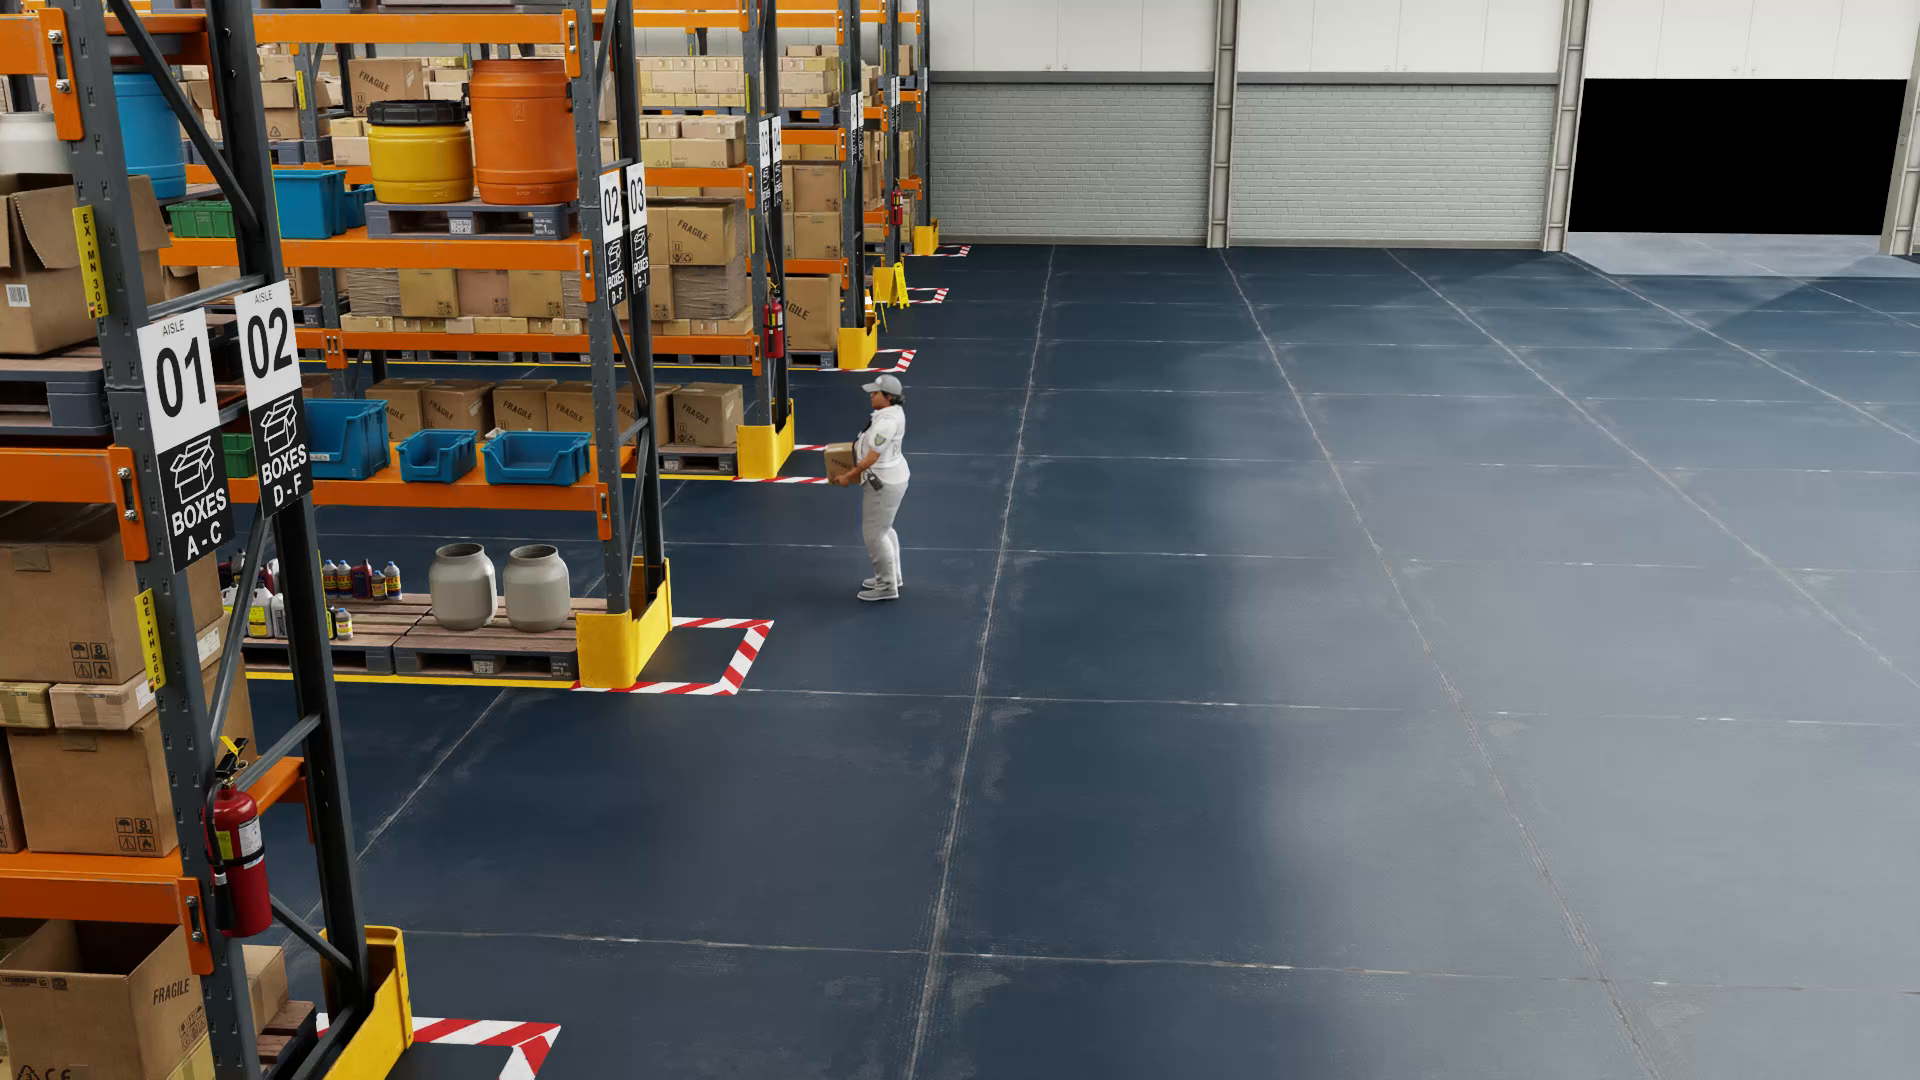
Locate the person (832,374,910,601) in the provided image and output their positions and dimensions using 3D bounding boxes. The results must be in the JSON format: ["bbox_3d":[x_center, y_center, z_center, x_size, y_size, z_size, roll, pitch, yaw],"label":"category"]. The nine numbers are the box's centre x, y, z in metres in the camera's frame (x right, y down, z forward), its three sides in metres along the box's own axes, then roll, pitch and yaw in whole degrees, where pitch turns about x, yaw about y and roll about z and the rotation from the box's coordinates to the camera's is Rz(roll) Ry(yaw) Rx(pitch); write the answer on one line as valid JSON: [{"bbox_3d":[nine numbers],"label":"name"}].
[{"bbox_3d":[-0.639,-0.393,12.103,0.541,1.657,0.455,2,18,5],"label":"person"}]
